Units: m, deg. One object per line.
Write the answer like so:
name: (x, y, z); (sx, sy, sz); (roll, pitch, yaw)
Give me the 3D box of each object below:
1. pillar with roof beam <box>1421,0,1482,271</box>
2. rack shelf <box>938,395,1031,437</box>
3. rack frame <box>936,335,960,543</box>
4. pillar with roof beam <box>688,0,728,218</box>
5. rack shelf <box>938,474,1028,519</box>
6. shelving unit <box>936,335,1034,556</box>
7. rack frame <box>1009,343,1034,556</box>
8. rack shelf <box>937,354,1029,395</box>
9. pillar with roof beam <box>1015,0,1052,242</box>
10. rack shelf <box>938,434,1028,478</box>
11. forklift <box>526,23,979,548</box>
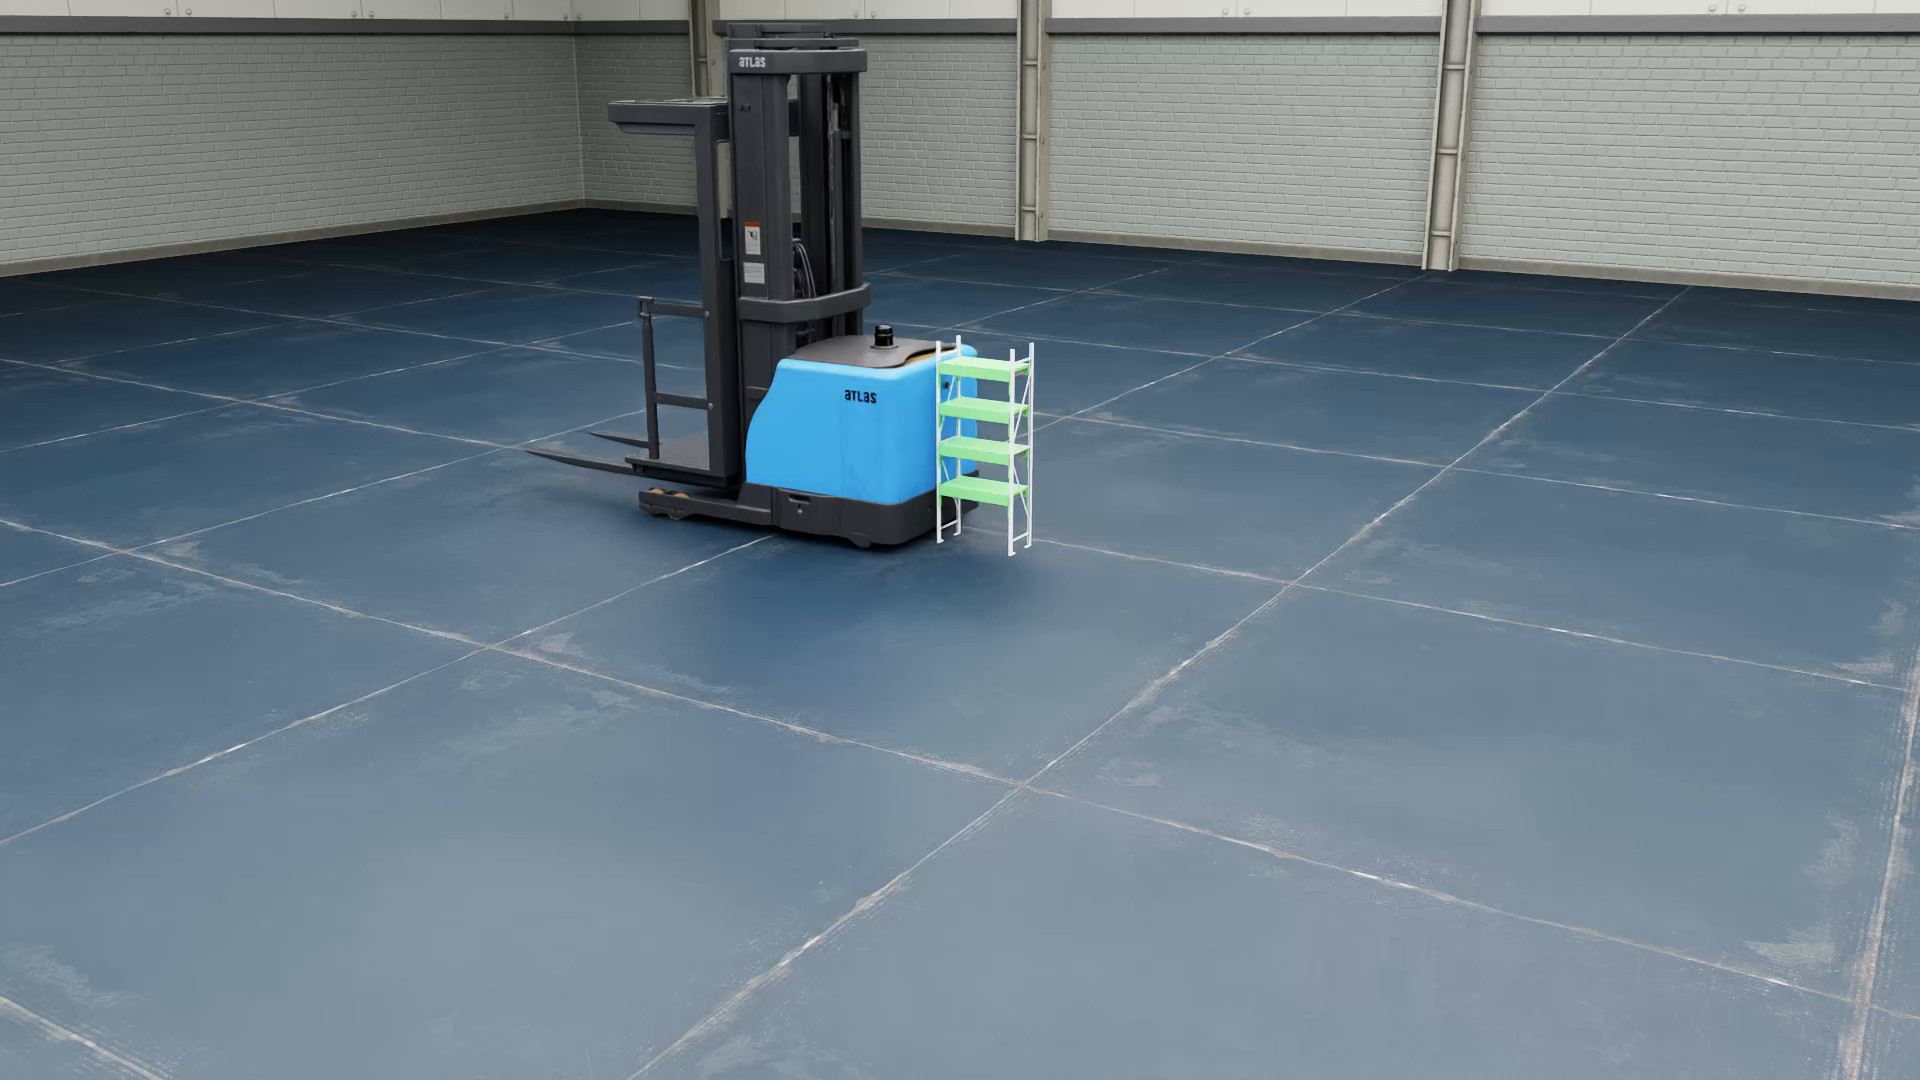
pillar with roof beam: (3.909, -6.722, 16.528); (0.400, 9.000, 9.100); (10, 20, 30)
rack shelf: (0.141, -0.717, 9.573); (0.480, 0.148, 0.258); (10, 20, 30)
rack frame: (-0.067, -0.586, 9.746); (0.015, 1.200, 0.240); (10, 20, 30)
pillar with roof beam: (-6.316, -8.547, 22.537); (0.400, 9.000, 9.100); (10, 20, 30)
rack shelf: (0.141, -0.258, 9.712); (0.480, 0.148, 0.258); (10, 20, 30)
shelving unit: (0.141, -0.549, 9.624); (0.503, 1.200, 0.258); (10, 20, 30)
rack frame: (0.349, -0.512, 9.502); (0.015, 1.200, 0.240); (10, 20, 30)
rack shelf: (0.141, -0.947, 9.503); (0.480, 0.148, 0.258); (10, 20, 30)
pillar with roof beam: (-1.203, -7.635, 19.532); (0.400, 9.000, 9.100); (10, 20, 30)
rack shelf: (0.141, -0.488, 9.642); (0.480, 0.148, 0.258); (10, 20, 30)
forklift: (-1.415, -1.647, 10.262); (3.031, 2.935, 1.130); (10, 19, 29)
